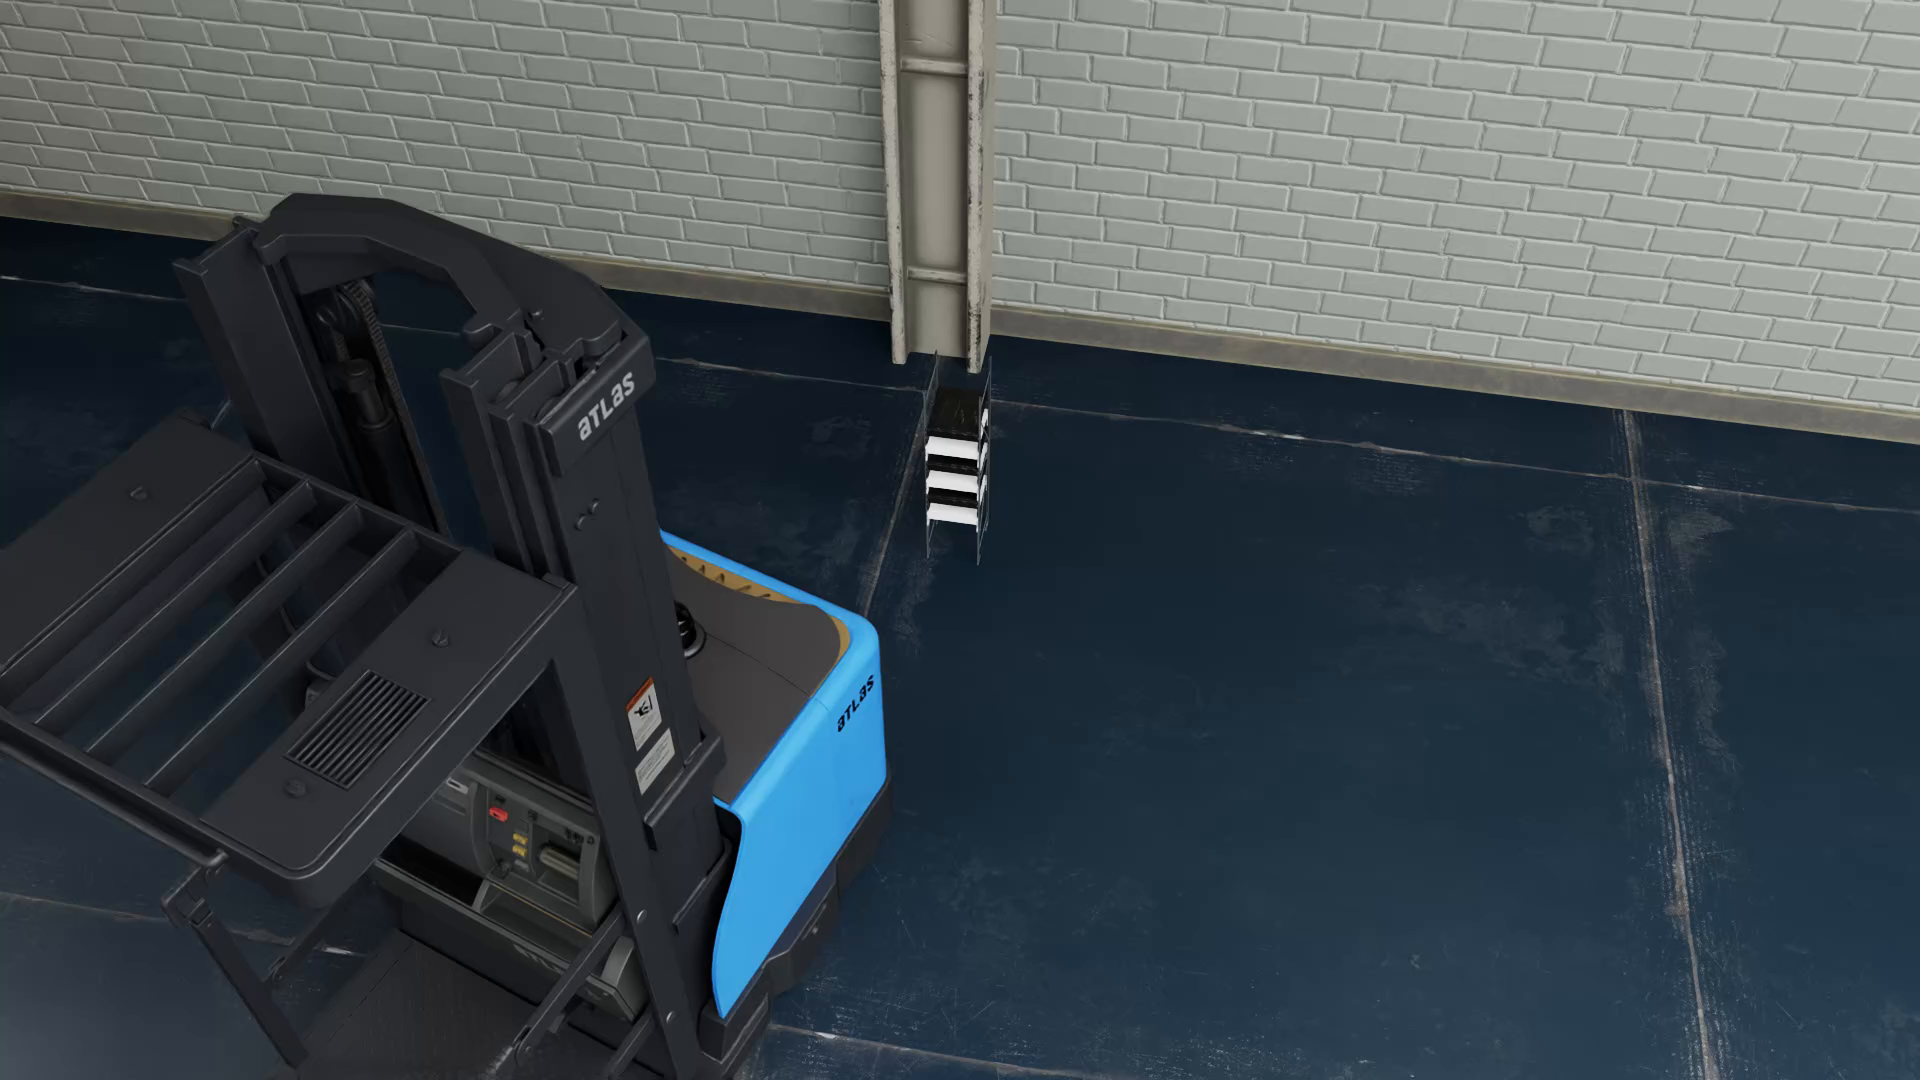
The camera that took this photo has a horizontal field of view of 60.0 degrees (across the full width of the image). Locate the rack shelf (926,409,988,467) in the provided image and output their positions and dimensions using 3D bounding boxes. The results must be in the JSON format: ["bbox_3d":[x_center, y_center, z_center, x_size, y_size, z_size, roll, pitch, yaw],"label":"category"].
[{"bbox_3d":[-0.008,-0.400,6.279,0.200,0.077,0.258,8,49,7],"label":"rack shelf"}]

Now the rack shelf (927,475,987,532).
[{"bbox_3d":[-0.008,-0.159,6.547,0.200,0.077,0.258,8,49,7],"label":"rack shelf"}]

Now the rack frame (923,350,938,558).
[{"bbox_3d":[-0.108,-0.315,6.400,0.006,0.900,0.240,8,49,7],"label":"rack frame"}]

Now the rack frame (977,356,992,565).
[{"bbox_3d":[0.092,-0.288,6.376,0.006,0.900,0.240,8,49,7],"label":"rack frame"}]

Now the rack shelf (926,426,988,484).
[{"bbox_3d":[-0.008,-0.340,6.346,0.200,0.077,0.258,8,49,7],"label":"rack shelf"}]

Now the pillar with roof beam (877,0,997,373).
[{"bbox_3d":[-0.847,-0.735,1.333,0.400,9.000,9.100,8,49,7],"label":"pillar with roof beam"}]

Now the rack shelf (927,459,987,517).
[{"bbox_3d":[-0.008,-0.219,6.480,0.200,0.077,0.258,8,49,7],"label":"rack shelf"}]

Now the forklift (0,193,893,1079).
[{"bbox_3d":[-1.378,0.785,4.046,1.130,2.935,3.031,22,52,19],"label":"forklift"}]

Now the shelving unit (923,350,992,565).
[{"bbox_3d":[-0.008,-0.302,6.388,0.210,0.900,0.258,8,49,7],"label":"shelving unit"}]

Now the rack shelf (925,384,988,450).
[{"bbox_3d":[-0.008,-0.460,6.212,0.200,0.077,0.258,8,49,7],"label":"rack shelf"}]

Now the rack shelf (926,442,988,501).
[{"bbox_3d":[-0.008,-0.280,6.413,0.200,0.077,0.258,8,49,7],"label":"rack shelf"}]
